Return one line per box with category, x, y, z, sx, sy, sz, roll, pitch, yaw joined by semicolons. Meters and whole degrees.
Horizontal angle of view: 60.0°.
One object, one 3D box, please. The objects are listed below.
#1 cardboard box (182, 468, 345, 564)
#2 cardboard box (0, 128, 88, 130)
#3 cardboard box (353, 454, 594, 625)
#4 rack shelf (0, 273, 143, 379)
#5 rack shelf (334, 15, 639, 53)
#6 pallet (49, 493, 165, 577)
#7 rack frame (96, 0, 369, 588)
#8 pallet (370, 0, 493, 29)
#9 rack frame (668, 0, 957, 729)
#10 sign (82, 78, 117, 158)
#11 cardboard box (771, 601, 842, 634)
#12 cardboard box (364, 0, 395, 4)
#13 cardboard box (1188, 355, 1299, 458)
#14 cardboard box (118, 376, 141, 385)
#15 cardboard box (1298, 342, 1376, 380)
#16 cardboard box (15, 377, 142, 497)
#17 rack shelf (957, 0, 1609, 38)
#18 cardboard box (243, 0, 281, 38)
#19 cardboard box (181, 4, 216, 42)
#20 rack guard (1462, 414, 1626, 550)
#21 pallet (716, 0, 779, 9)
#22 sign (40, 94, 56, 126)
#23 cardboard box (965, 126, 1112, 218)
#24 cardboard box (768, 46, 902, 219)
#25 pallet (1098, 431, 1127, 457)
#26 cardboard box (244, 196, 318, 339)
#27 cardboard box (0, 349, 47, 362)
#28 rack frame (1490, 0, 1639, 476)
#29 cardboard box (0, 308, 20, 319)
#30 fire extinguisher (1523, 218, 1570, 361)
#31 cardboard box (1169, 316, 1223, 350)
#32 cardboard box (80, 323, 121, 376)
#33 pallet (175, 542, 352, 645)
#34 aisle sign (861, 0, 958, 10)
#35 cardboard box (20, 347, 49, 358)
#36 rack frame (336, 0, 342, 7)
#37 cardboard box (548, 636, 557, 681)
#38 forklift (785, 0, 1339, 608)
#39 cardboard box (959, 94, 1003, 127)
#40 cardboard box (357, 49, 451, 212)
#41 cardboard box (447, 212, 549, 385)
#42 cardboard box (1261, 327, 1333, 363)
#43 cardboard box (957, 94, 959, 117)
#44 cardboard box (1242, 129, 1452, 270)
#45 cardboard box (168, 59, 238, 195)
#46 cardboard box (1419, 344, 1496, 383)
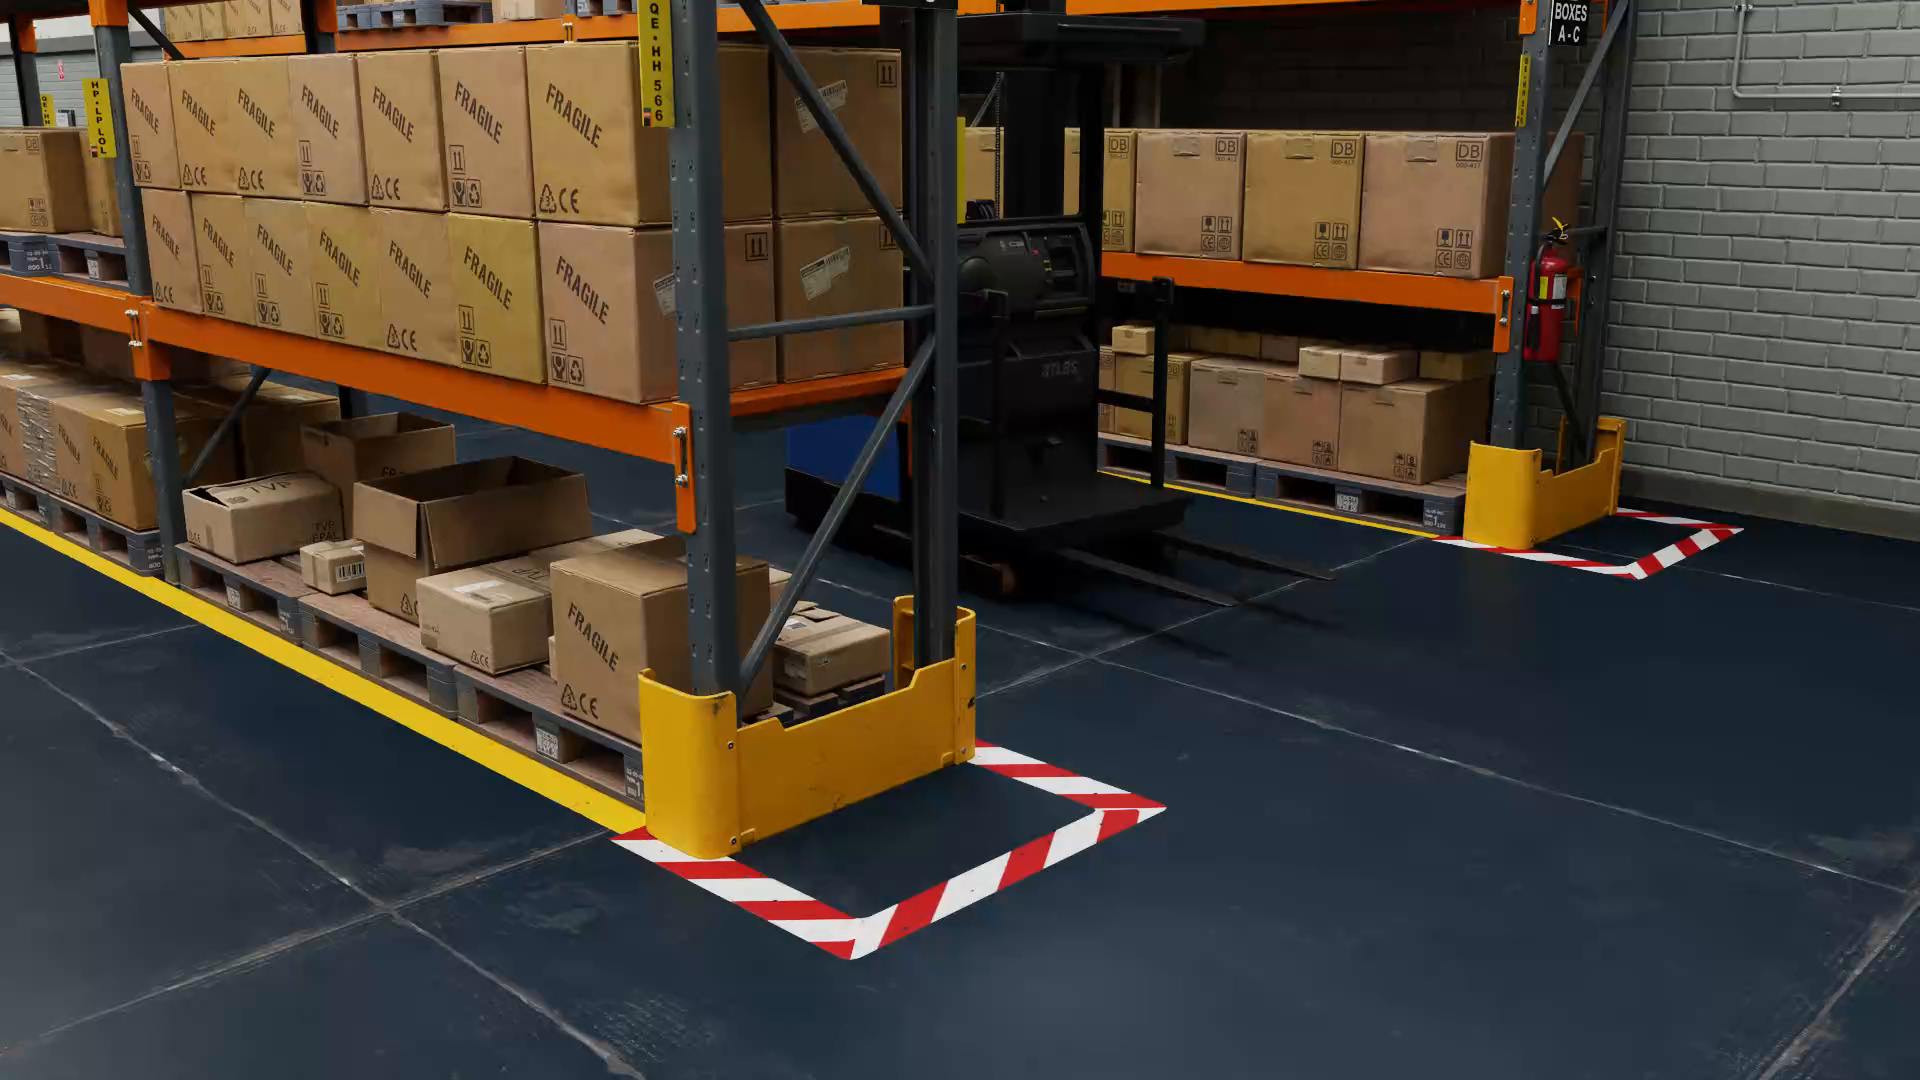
cardboard box;-3.124;-0.133;7.455;0.500;0.311;0.500;14;20;42
cardboard box;-5.098;-2.002;9.134;0.700;0.500;0.500;-10;18;-34
cardboard box;-1.920;-0.011;6.605;0.637;0.503;0.797;14;20;42
rack shelf;-4.716;-1.336;9.038;4.000;0.370;1.077;14;20;42
rack shelf;-4.160;-4.388;14.800;4.000;0.370;1.077;14;20;42
pallet;-3.888;-0.120;8.476;1.213;0.211;1.003;14;20;42
rack frame;-3.276;-1.334;7.604;0.127;3.000;1.000;14;20;42
pallet;-4.480;-4.687;14.893;1.003;0.211;1.213;14;20;42
rack frame;-0.396;-0.634;4.917;0.127;3.000;1.000;14;20;42
sign;-3.659;-1.793;7.069;0.005;0.325;0.100;14;20;42
cardboard box;-0.639;0.344;5.908;0.250;0.166;0.380;14;20;42
cardboard box;-5.261;-5.227;15.564;0.500;0.500;0.500;-11;18;-36
cardboard box;1.743;-0.808;9.707;0.500;0.500;0.700;13;19;40
cardboard box;-4.201;-0.647;9.050;0.500;0.500;0.500;14;20;43
cardboard box;2.062;-0.980;9.082;0.380;0.149;0.250;-14;20;-43
cardboard box;-4.541;-0.548;8.671;0.500;0.500;0.500;14;20;43
rack shelf;1.599;-2.988;9.427;4.000;0.370;1.077;14;20;42
cardboard box;-6.915;-5.368;16.899;0.500;0.500;0.500;13;19;40
cardboard box;-8.050;-5.640;17.940;0.500;0.500;0.500;-13;19;-41
rack guard;3.056;-0.320;8.670;0.348;0.500;1.175;14;20;42
pallet;-1.412;-3.996;12.245;1.003;0.211;1.213;-13;20;-42
sign;-5.786;-2.657;10.539;0.005;0.325;0.100;14;20;42
cardboard box;0.539;-2.281;10.644;0.700;0.700;0.980;14;20;43
cardboard box;-0.533;-1.292;5.261;0.500;0.500;0.500;-14;20;-42
pallet;0.653;-0.737;10.844;1.213;0.211;1.003;14;20;42
cardboard box;-2.369;-1.067;6.380;0.500;0.500;0.500;14;20;42
cardboard box;-5.645;-0.816;9.698;0.500;0.500;0.500;13;19;40
rack frame;3.039;-1.534;8.371;0.127;3.000;1.000;14;20;42
cardboard box;-6.713;-1.414;11.417;0.500;0.311;0.500;13;19;41
fire extinguisher;2.827;-1.206;8.005;0.183;0.674;0.296;14;20;42
cardboard box;1.412;-1.271;10.201;0.250;0.149;0.380;14;20;43
cardboard box;-4.536;-1.092;9.272;0.500;0.250;0.500;13;20;41
pallet;-2.782;0.135;7.494;1.213;0.211;1.003;14;20;42
aisle sign;-0.144;-1.934;4.748;0.004;0.787;0.394;14;20;42
cardboard box;-5.319;-0.917;10.086;0.500;0.500;0.500;-14;20;-42
rack frame;-5.599;-6.537;15.674;0.127;3.000;1.000;14;20;42
cardboard box;-1.188;0.386;5.748;0.250;0.166;0.380;14;20;42
forklift;0.389;-1.294;7.584;1.130;2.935;3.031;-11;18;-37
cardboard box;0.009;-2.927;11.401;0.500;0.250;0.500;-14;20;-42
cardboard box;-1.648;-1.373;5.570;0.500;0.500;0.500;-14;20;-43
cardboard box;-1.284;-0.802;5.362;0.500;0.500;0.500;14;20;43
cardboard box;1.966;-1.137;9.686;0.250;0.149;0.380;14;20;43
cardboard box;-0.354;-2.834;11.046;0.500;0.250;0.500;-14;20;-43
cardboard box;2.134;-1.892;9.149;0.700;0.700;0.980;13;20;42
cardboard box;-2.760;-1.643;6.607;0.500;0.500;0.500;13;19;40
cardboard box;2.695;-0.960;9.007;0.250;0.149;0.380;14;20;43
